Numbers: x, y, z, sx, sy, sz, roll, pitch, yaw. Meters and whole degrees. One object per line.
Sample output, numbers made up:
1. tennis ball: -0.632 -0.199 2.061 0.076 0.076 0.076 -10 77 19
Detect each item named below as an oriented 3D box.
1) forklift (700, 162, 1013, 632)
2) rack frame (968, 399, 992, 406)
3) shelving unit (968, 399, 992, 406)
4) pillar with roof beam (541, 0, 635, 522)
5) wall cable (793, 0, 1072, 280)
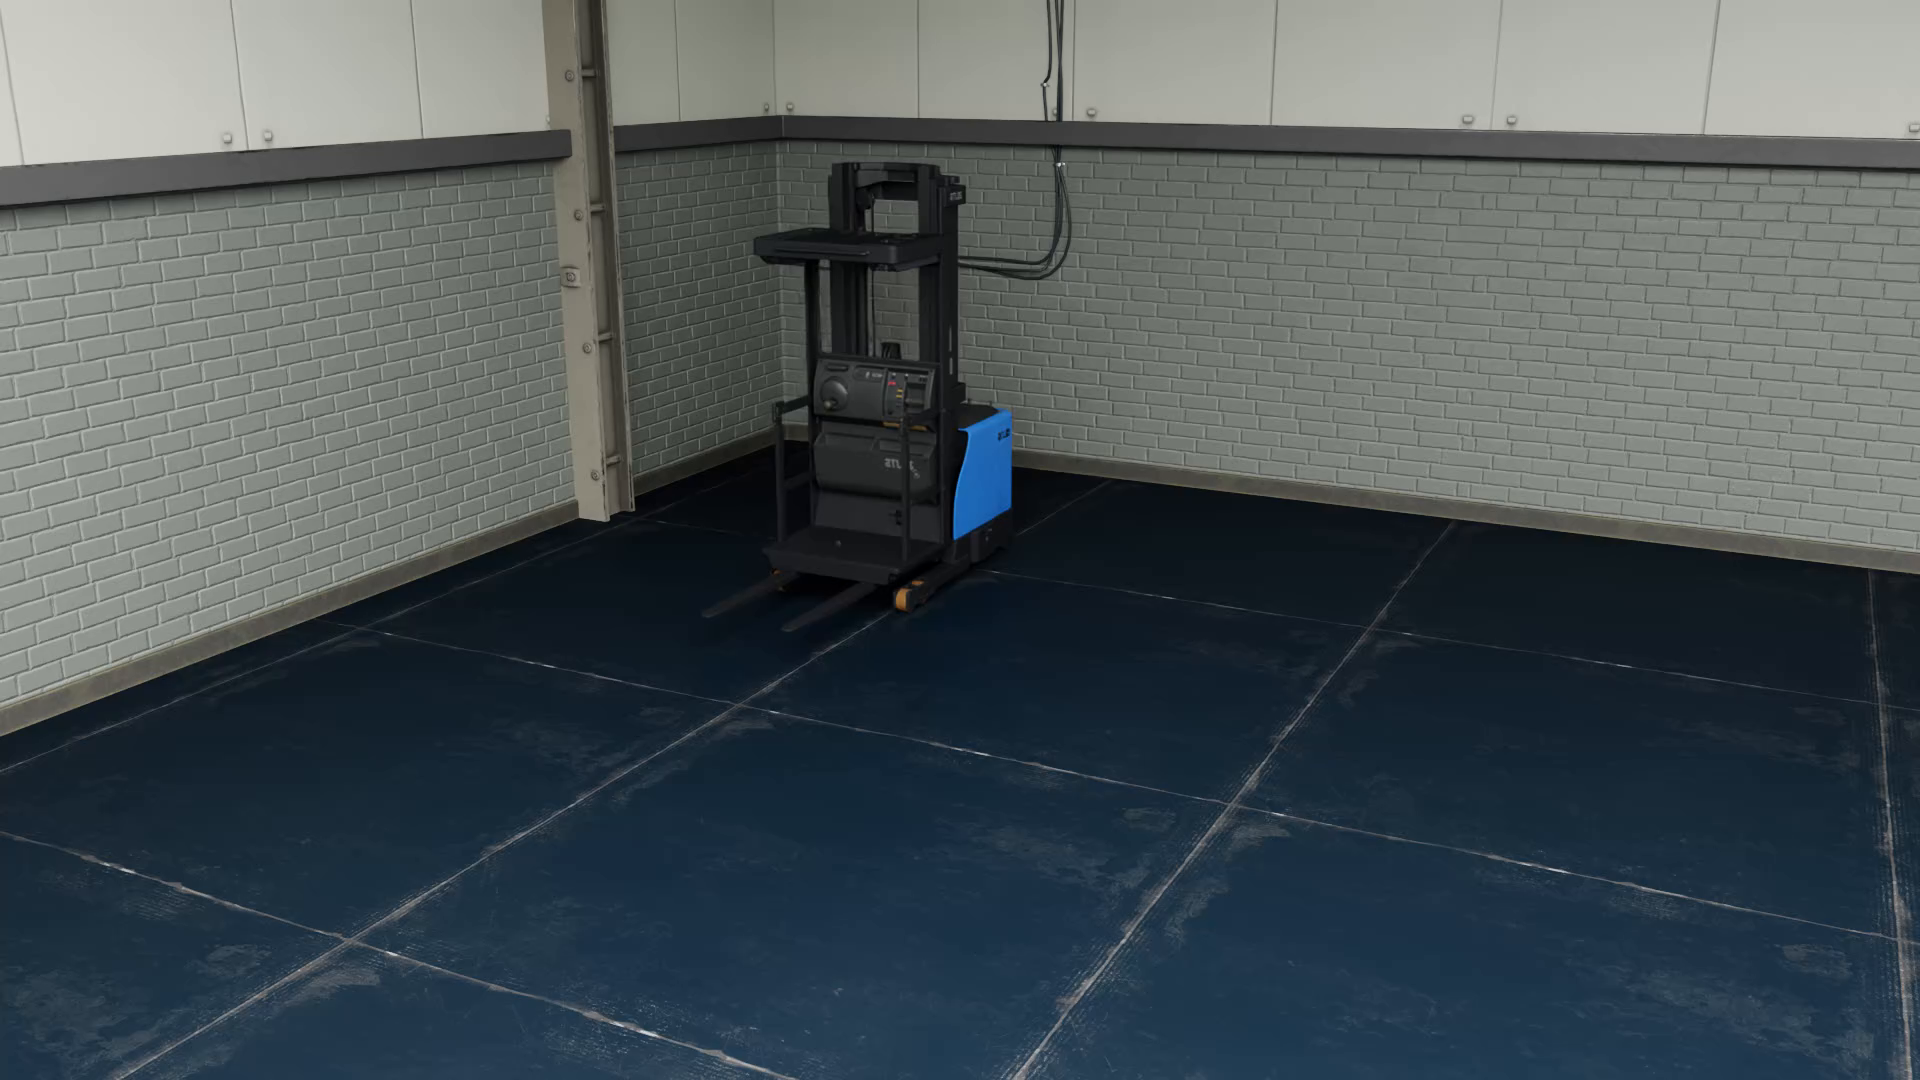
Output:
1. forklift: -0.693 -1.054 11.424 1.130 2.935 3.031 8 18 25
2. rack frame: 0.157 -0.595 13.182 0.200 1.050 0.008 8 18 25
3. shelving unit: 0.103 -0.563 13.077 0.215 1.050 0.252 8 18 25
4. pillar with roof beam: 0.923 -3.984 10.633 9.100 9.000 0.400 8 18 25
5. wall cable: -0.429 -3.625 14.879 3.097 2.526 0.112 8 18 25
